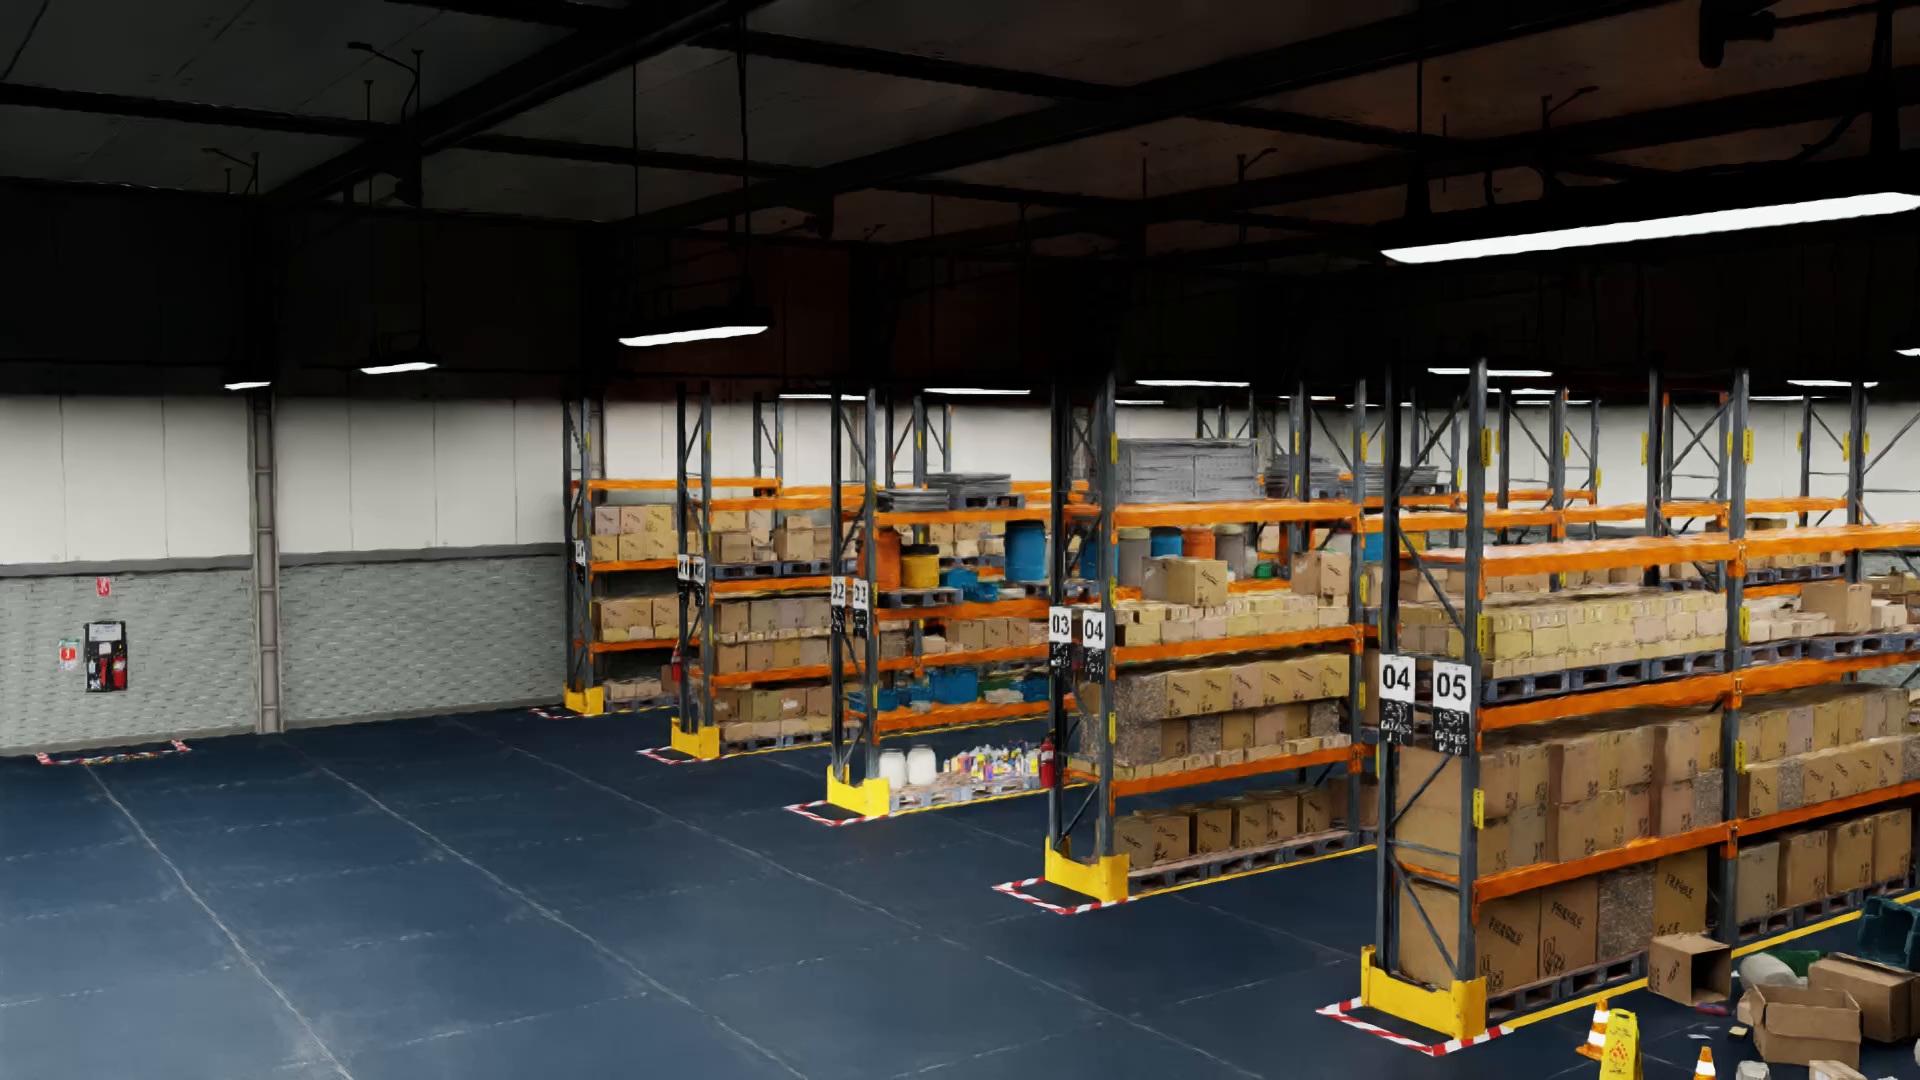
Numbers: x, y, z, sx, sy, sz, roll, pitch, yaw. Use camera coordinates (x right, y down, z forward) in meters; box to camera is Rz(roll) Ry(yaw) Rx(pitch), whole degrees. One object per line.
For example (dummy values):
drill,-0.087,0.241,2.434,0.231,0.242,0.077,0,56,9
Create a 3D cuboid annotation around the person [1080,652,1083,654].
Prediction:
person,2.736,1.980,35.932,0.393,1.725,0.623,3,5,38
